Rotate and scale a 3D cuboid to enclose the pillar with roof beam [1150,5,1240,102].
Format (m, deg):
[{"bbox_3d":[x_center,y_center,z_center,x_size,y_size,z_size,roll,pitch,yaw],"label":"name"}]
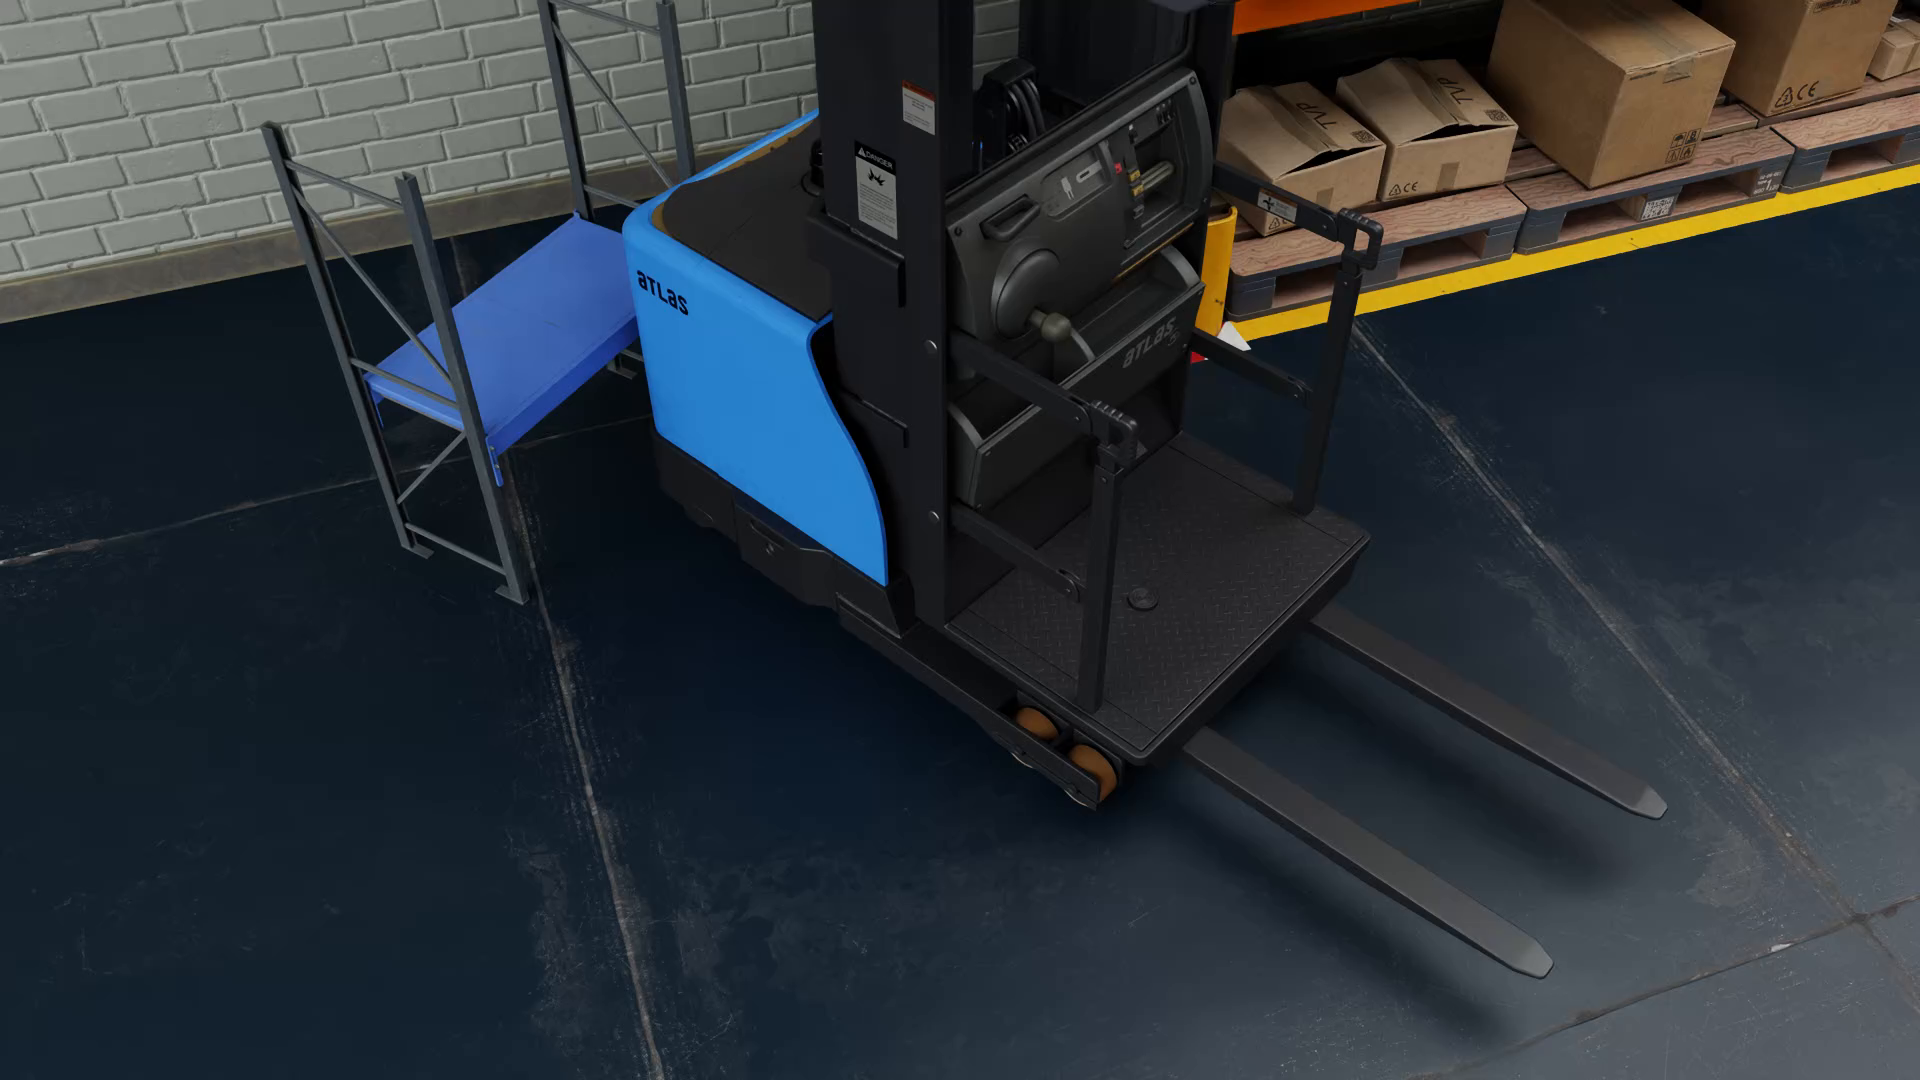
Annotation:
[{"bbox_3d":[2.357,-2.124,1.014,0.400,9.000,9.100,-14,47,-14],"label":"pillar with roof beam"}]

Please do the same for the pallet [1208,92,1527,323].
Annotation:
[{"bbox_3d":[1.379,-1.335,6.432,1.213,0.211,1.003,-14,47,-14],"label":"pallet"}]

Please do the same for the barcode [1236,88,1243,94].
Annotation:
[{"bbox_3d":[1.094,-1.716,6.424,0.075,0.075,0.001,-14,47,-14],"label":"barcode"}]

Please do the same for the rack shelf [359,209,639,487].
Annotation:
[{"bbox_3d":[-1.275,-0.611,5.054,0.538,0.185,1.000,23,49,21],"label":"rack shelf"}]

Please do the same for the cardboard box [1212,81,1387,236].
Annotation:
[{"bbox_3d":[1.212,-1.442,6.157,0.500,0.311,0.500,-19,48,-18],"label":"cardboard box"}]

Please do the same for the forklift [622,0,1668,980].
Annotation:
[{"bbox_3d":[0.467,-0.737,3.915,3.031,2.935,1.130,32,53,28],"label":"forklift"}]

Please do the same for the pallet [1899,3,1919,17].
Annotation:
[{"bbox_3d":[5.025,-2.295,7.389,1.213,0.211,1.003,-14,47,-14],"label":"pallet"}]

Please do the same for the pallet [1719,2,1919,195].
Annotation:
[{"bbox_3d":[3.674,-1.922,7.017,1.213,0.211,1.003,-14,47,-14],"label":"pallet"}]

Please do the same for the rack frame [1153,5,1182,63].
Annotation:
[{"bbox_3d":[0.531,-2.130,5.255,0.127,3.000,1.000,-14,47,-14],"label":"rack frame"}]

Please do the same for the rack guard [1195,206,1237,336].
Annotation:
[{"bbox_3d":[0.602,-1.265,6.158,0.348,0.500,1.175,-14,47,-14],"label":"rack guard"}]

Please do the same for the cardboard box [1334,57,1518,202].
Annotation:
[{"bbox_3d":[1.749,-1.579,6.294,0.500,0.311,0.500,-11,46,-11],"label":"cardboard box"}]

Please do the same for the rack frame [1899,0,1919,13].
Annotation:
[{"bbox_3d":[4.293,-3.092,6.213,0.127,3.000,1.000,-14,47,-14],"label":"rack frame"}]

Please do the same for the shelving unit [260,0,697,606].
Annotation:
[{"bbox_3d":[-1.275,-0.738,4.927,0.538,1.500,1.048,23,49,21],"label":"shelving unit"}]

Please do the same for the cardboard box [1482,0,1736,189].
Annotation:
[{"bbox_3d":[2.456,-1.789,6.370,0.500,0.500,0.700,-17,48,-16],"label":"cardboard box"}]

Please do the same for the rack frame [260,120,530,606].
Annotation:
[{"bbox_3d":[-1.533,-0.428,4.618,0.500,1.500,0.032,23,49,21],"label":"rack frame"}]

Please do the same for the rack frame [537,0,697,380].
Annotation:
[{"bbox_3d":[-1.016,-1.048,5.236,0.500,1.500,0.032,23,49,21],"label":"rack frame"}]

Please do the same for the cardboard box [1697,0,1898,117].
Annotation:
[{"bbox_3d":[3.331,-2.088,6.668,0.500,0.500,0.500,-18,48,-17],"label":"cardboard box"}]

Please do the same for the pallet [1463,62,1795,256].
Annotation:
[{"bbox_3d":[2.524,-1.626,6.722,1.213,0.211,1.003,-14,47,-14],"label":"pallet"}]

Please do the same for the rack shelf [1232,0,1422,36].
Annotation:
[{"bbox_3d":[2.412,-2.357,5.989,4.000,0.370,1.077,-14,47,-14],"label":"rack shelf"}]

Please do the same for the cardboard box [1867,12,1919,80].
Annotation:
[{"bbox_3d":[3.800,-2.098,6.913,0.250,0.166,0.380,-20,49,-19],"label":"cardboard box"}]
